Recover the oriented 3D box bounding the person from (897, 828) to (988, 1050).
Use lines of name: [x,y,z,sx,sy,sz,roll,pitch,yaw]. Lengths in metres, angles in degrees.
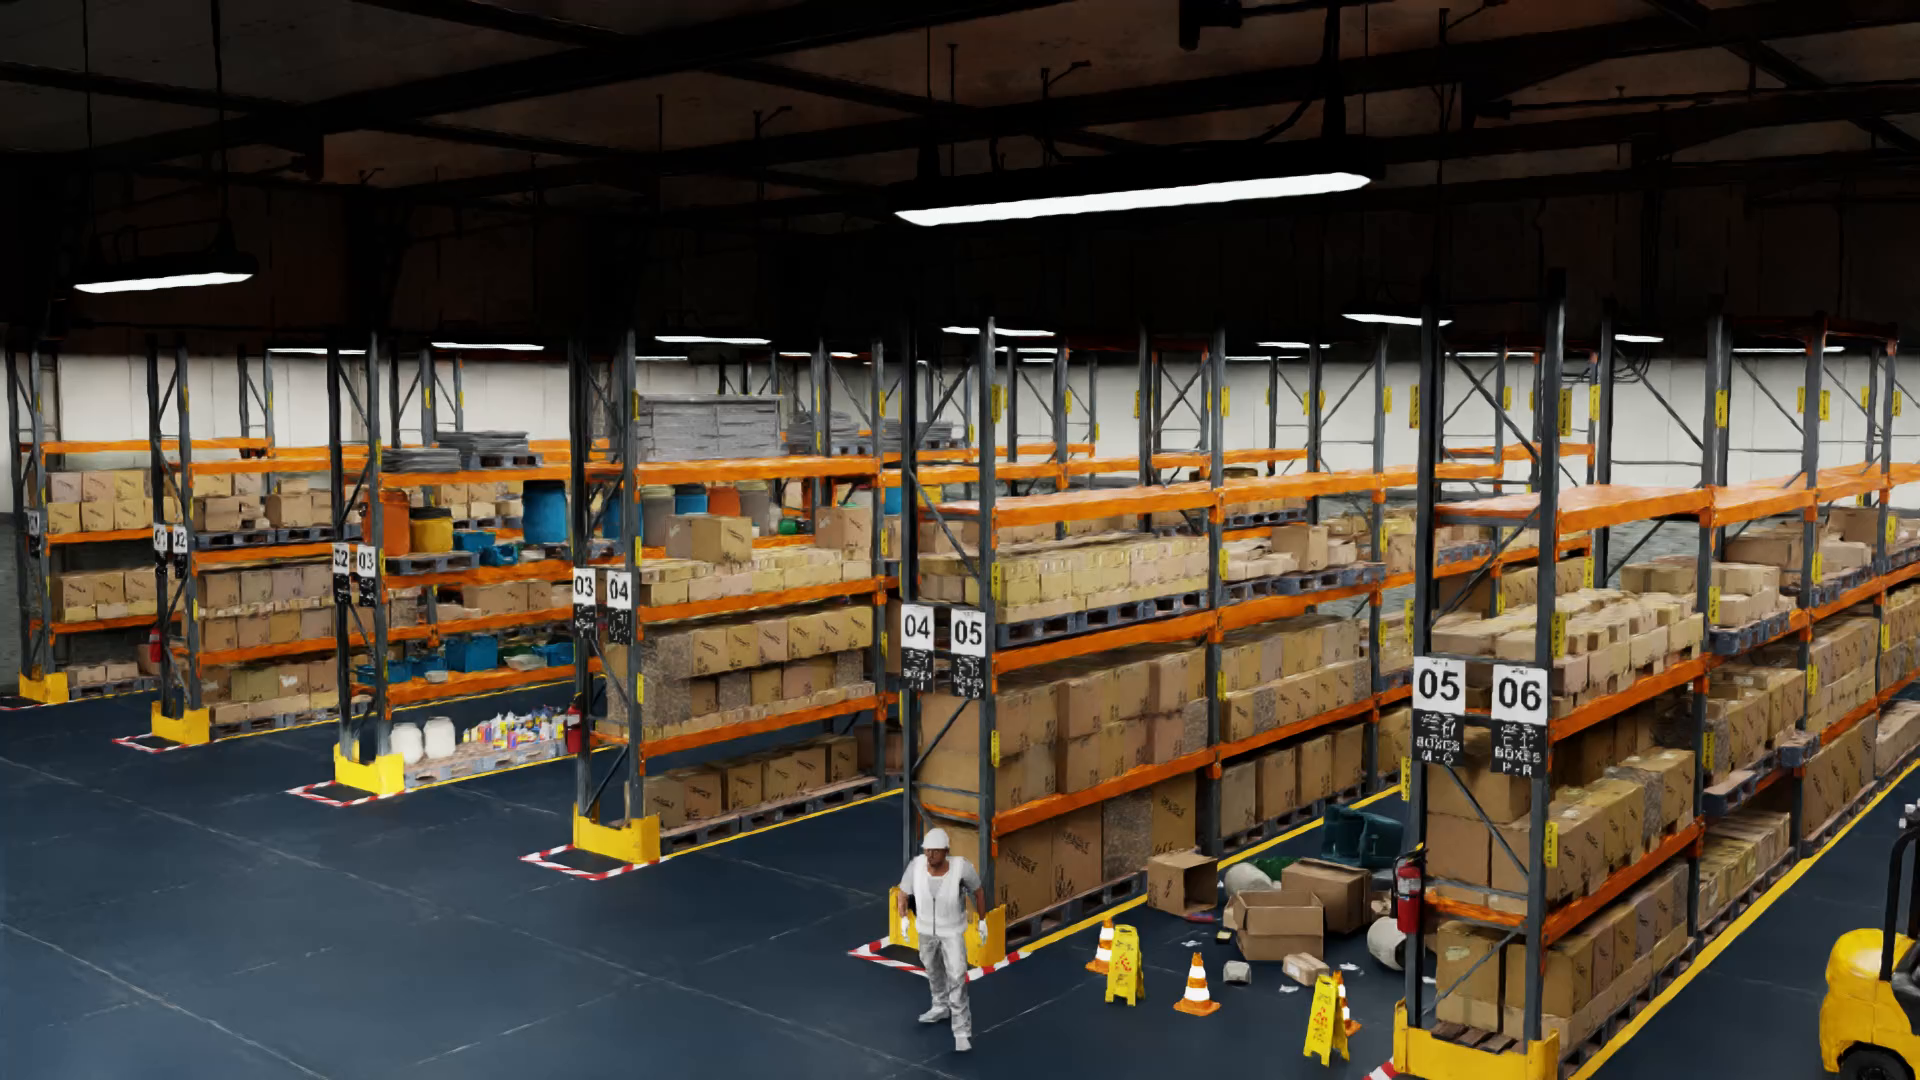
person: [-0.143,3.109,13.256,0.684,1.716,0.810,2,5,21]
